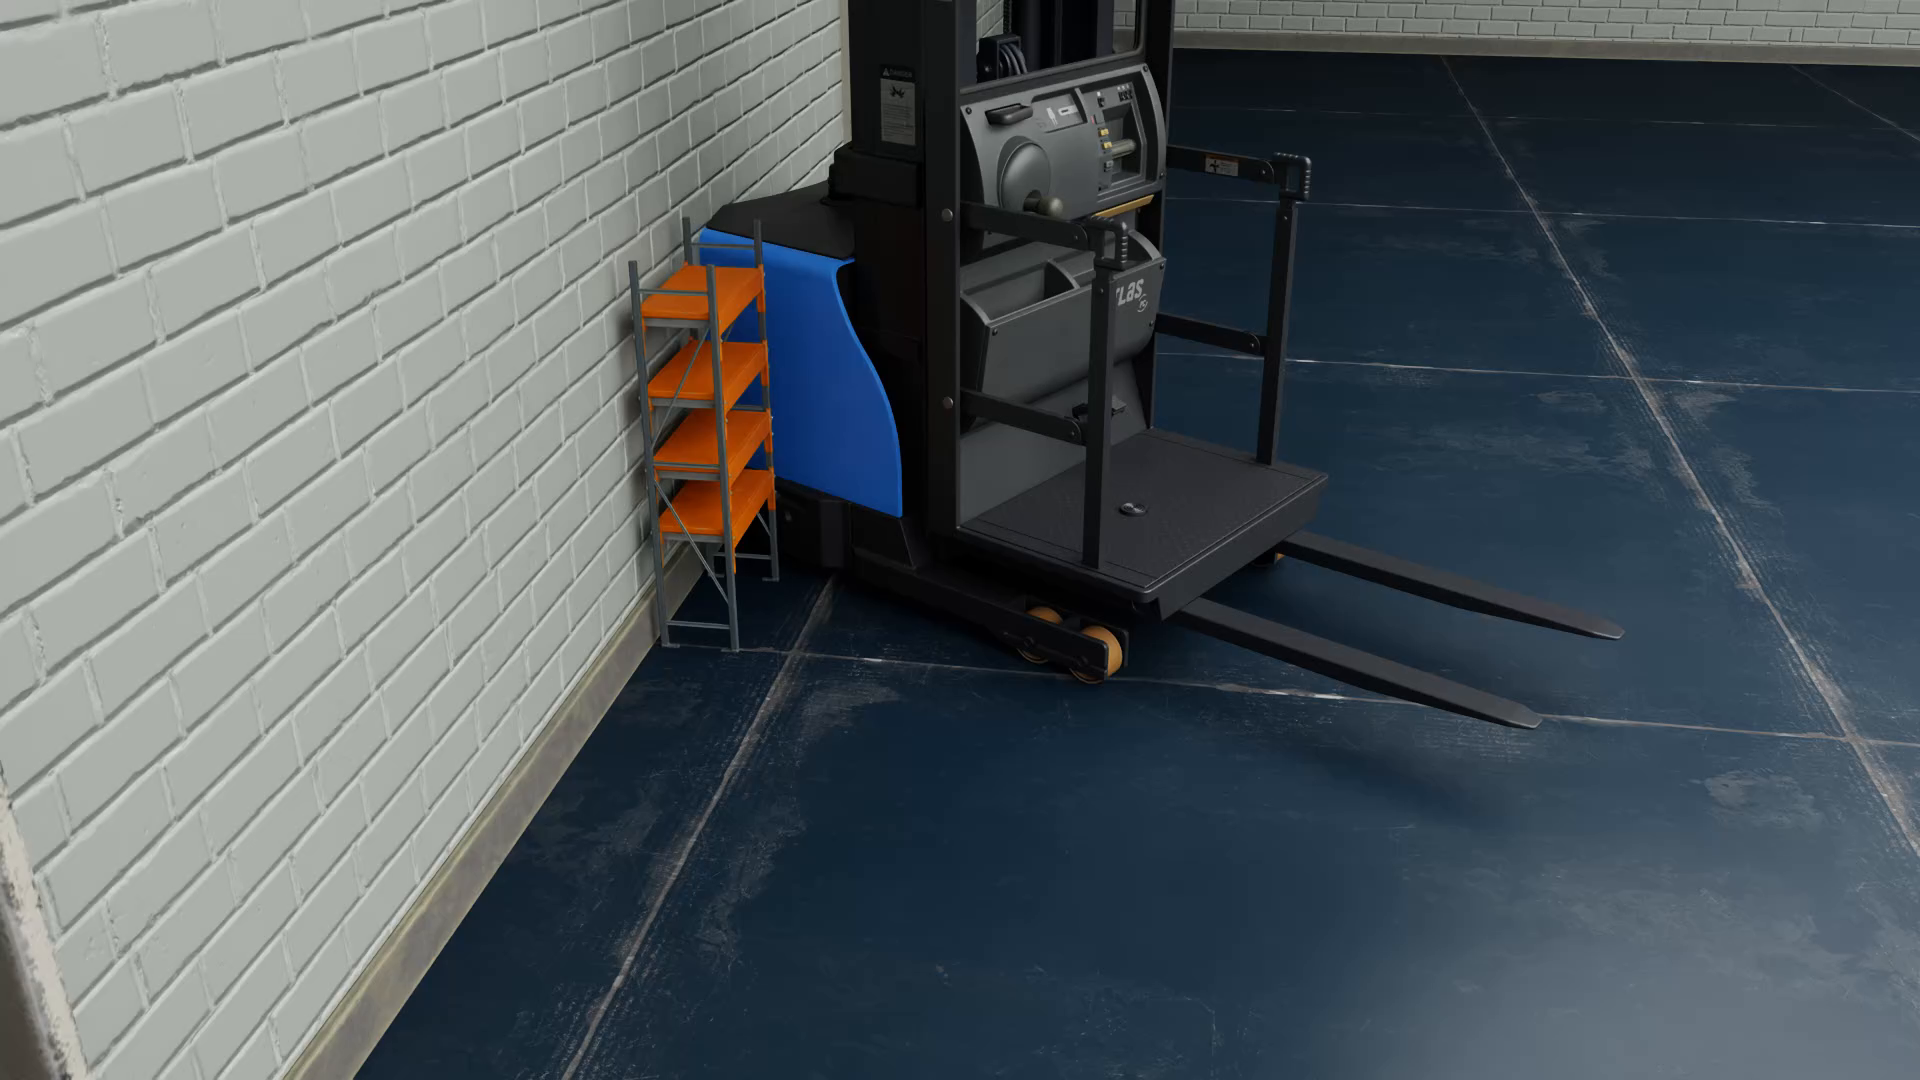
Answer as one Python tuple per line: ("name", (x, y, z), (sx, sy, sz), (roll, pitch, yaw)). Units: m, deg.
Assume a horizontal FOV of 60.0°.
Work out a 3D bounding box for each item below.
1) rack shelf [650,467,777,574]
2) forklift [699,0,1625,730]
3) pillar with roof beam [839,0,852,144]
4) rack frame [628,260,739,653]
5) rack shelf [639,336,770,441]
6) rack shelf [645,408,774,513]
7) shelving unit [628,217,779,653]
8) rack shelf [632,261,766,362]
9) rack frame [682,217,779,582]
("rack shelf", (-0.751, -0.074, 5.120), (0.258, 0.148, 0.480), (4, 25, 8))
("forklift", (0.485, -1.162, 4.775), (3.031, 2.935, 1.130), (19, 31, 35))
("pillar with roof beam", (3.920, -4.712, 5.201), (9.100, 9.000, 0.400), (4, 25, 9))
("rack frame", (-0.787, -0.213, 4.789), (0.240, 1.200, 0.015), (4, 25, 8))
("rack shelf", (-0.751, -0.457, 4.941), (0.258, 0.148, 0.480), (4, 25, 8))
("rack shelf", (-0.751, -0.254, 5.036), (0.258, 0.148, 0.480), (4, 25, 8))
("shelving unit", (-0.751, -0.315, 5.007), (0.258, 1.200, 0.503), (4, 25, 8))
("rack shelf", (-0.751, -0.671, 4.841), (0.258, 0.148, 0.480), (4, 25, 8))
("rack frame", (-0.714, -0.417, 5.226), (0.240, 1.200, 0.015), (4, 25, 8))
